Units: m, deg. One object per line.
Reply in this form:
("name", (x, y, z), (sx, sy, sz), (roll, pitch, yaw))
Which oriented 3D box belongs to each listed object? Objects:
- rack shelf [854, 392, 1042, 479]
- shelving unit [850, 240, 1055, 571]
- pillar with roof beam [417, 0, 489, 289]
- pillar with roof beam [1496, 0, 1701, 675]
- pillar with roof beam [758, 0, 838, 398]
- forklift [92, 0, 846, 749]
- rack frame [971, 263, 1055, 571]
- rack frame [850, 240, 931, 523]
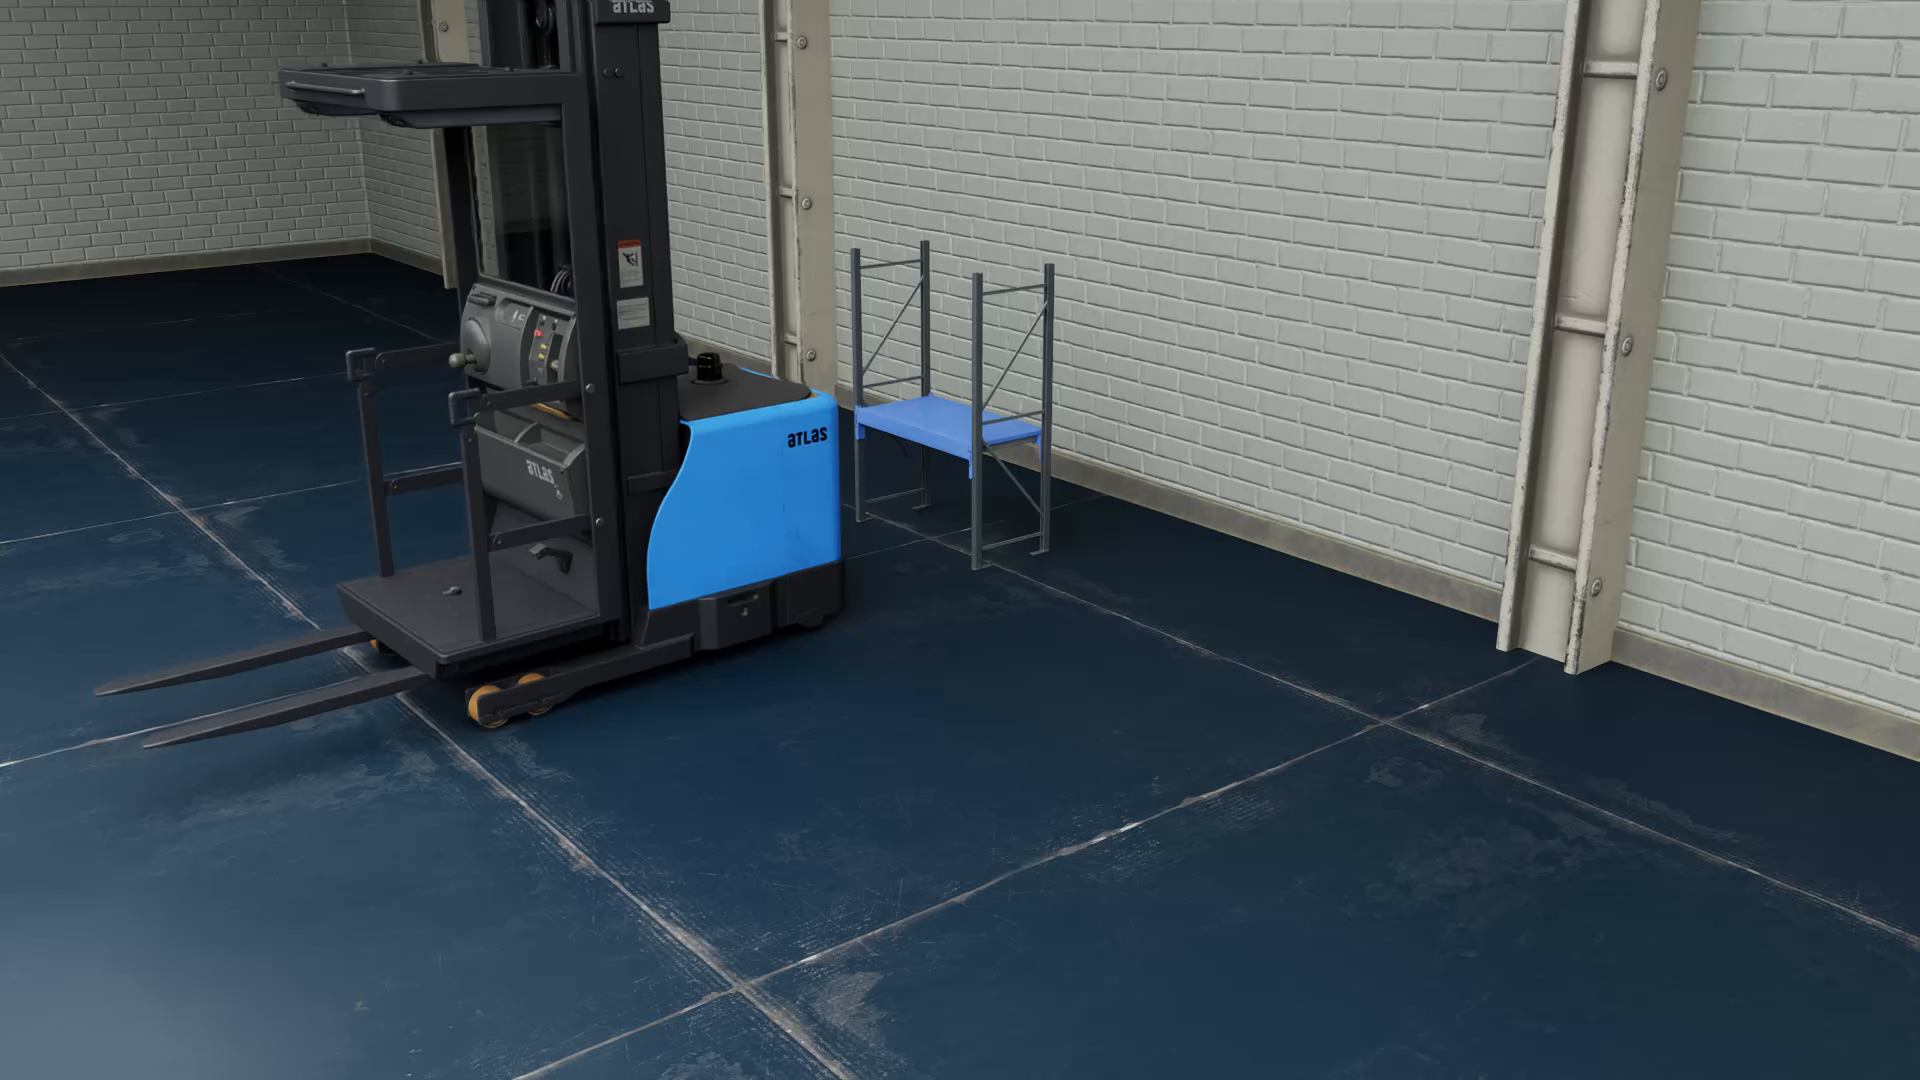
("rack shelf", (-0.053, -0.562, 8.747), (0.538, 0.185, 1.000), (-14, 23, -36))
("shelving unit", (-0.053, -0.733, 8.690), (0.538, 1.500, 1.048), (-14, 23, -36))
("pillar with roof beam", (-8.197, -5.889, 12.332), (9.100, 9.000, 0.400), (-14, 23, -36))
("pillar with roof beam", (-0.746, -2.932, 3.402), (9.100, 9.000, 0.400), (-14, 23, -36))
("pillar with roof beam", (-4.472, -4.411, 7.867), (9.100, 9.000, 0.400), (-14, 23, -36))
("forklift", (-1.976, -0.830, 6.706), (3.031, 2.935, 1.130), (-15, 24, -38))
("rack frame", (0.263, -0.608, 8.312), (0.500, 1.500, 0.032), (-14, 23, -36))
("rack frame", (-0.369, -0.858, 9.068), (0.500, 1.500, 0.032), (-14, 23, -36))
